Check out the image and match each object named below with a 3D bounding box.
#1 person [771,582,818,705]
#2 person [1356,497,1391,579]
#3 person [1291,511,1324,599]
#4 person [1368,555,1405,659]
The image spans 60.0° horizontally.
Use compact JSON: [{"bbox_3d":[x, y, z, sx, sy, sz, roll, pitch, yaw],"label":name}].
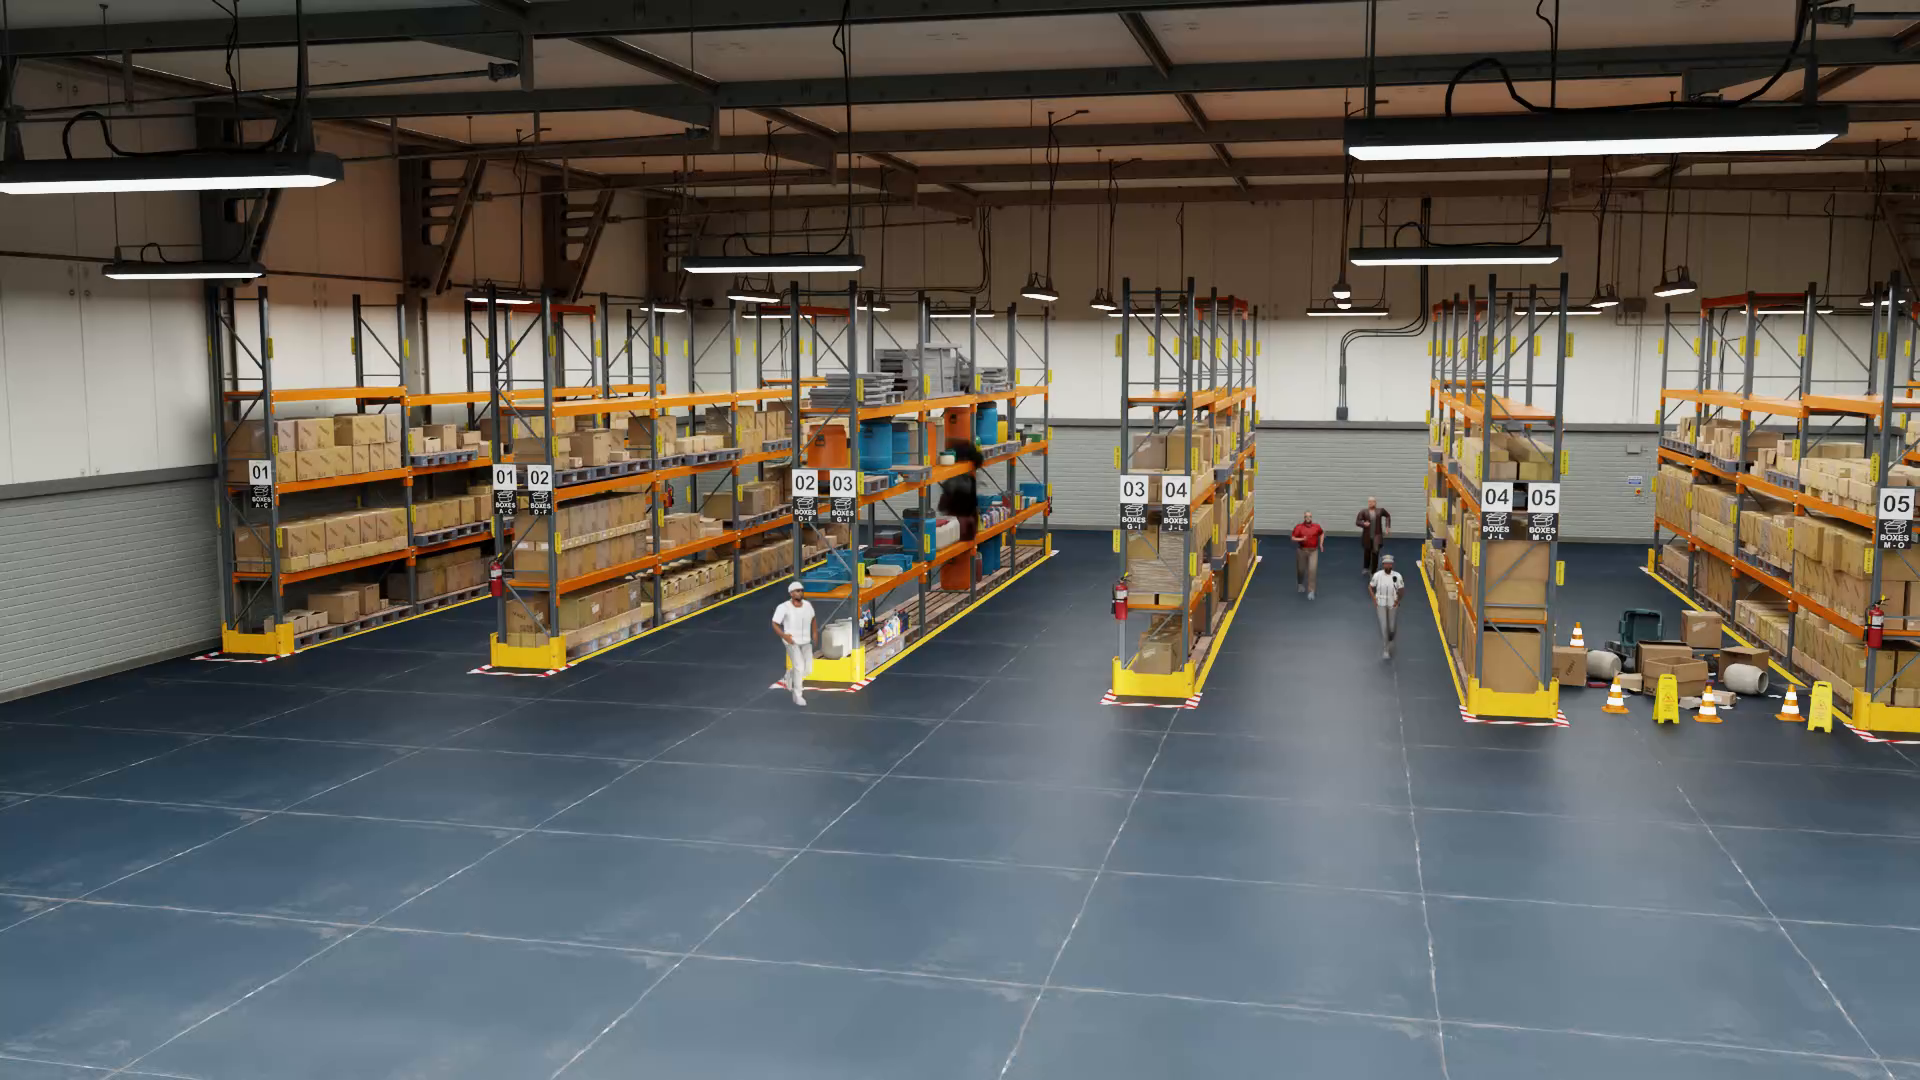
[{"bbox_3d":[-2.341,1.449,23.652,0.756,1.744,0.621,-6,9,-41],"label":"person"},{"bbox_3d":[8.992,-0.034,36.219,0.733,1.834,0.984,2,7,17],"label":"person"},{"bbox_3d":[7.007,0.278,33.529,0.662,1.713,0.987,1,7,9],"label":"person"},{"bbox_3d":[6.960,1.065,27.163,0.587,1.684,0.640,1,7,12],"label":"person"}]
